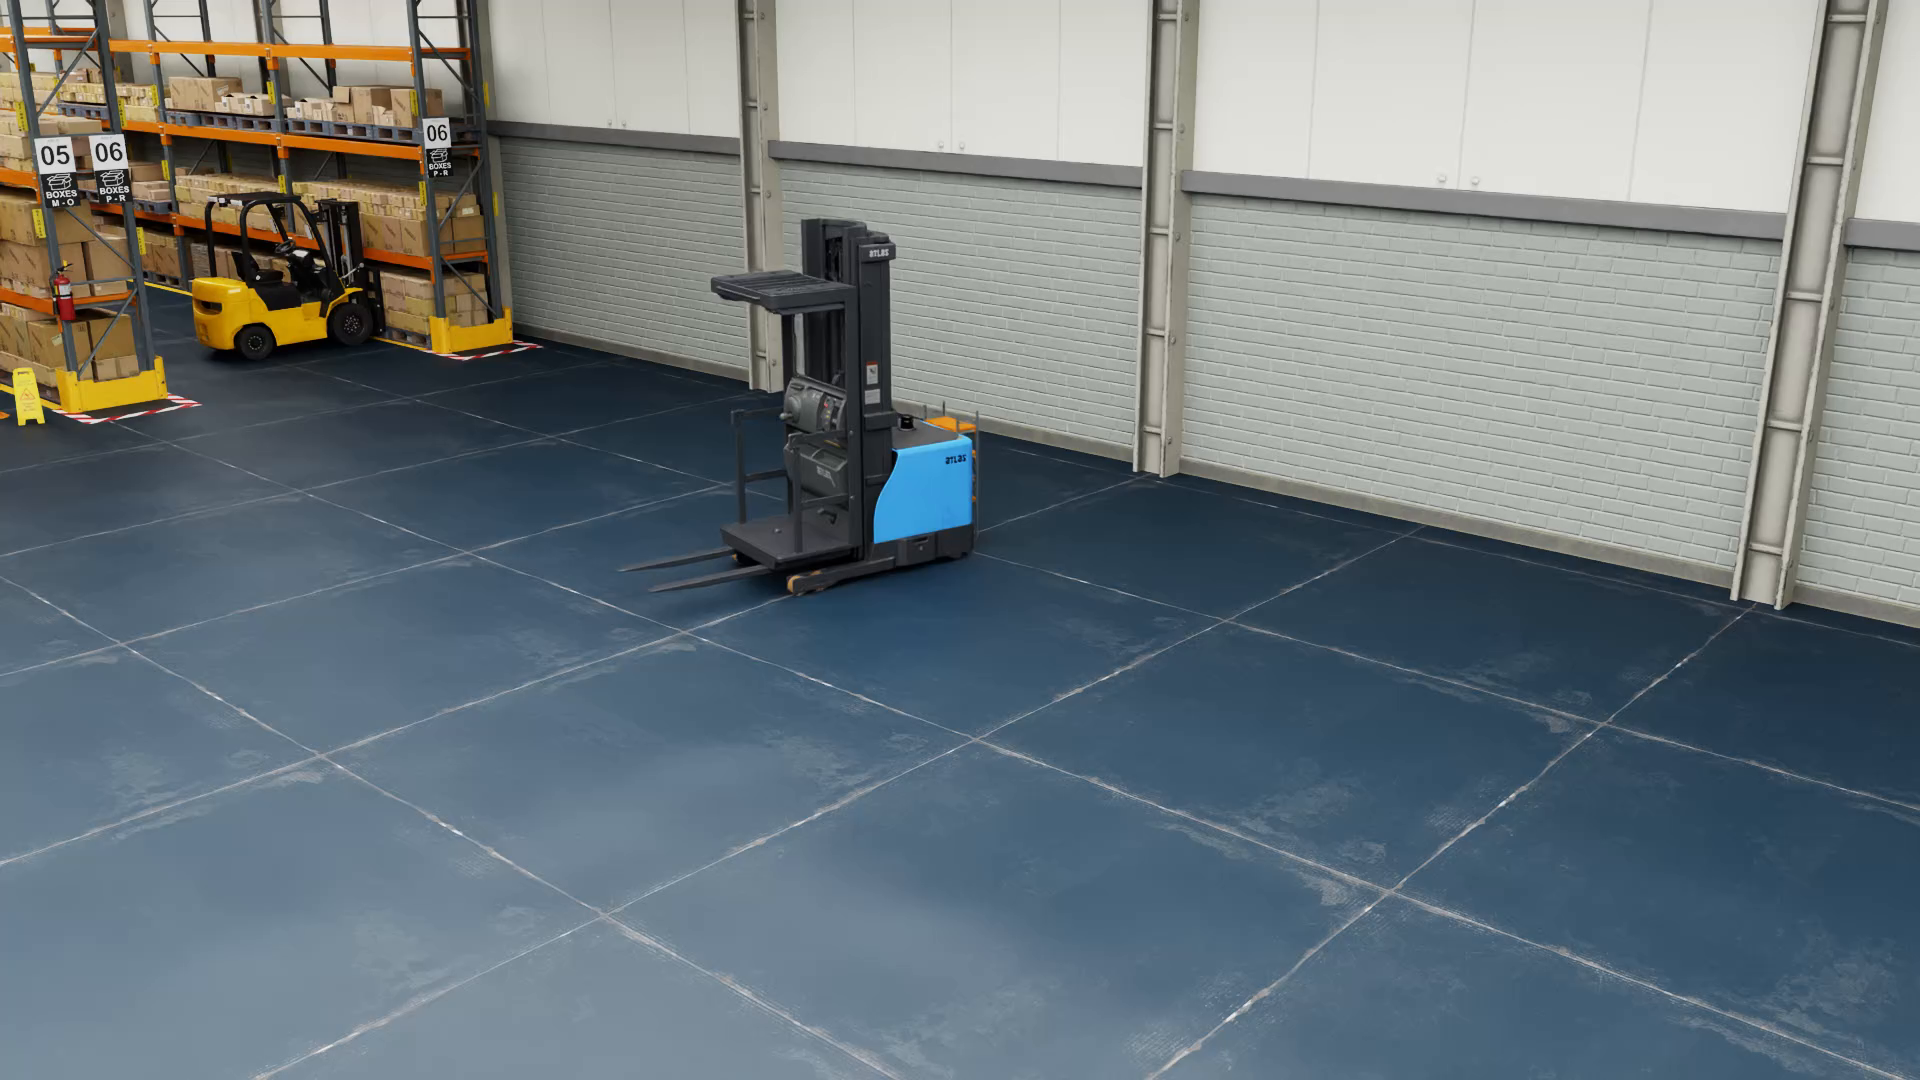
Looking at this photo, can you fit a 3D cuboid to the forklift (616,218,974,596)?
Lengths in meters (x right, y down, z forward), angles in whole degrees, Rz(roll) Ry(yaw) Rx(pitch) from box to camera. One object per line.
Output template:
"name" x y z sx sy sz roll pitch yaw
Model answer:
"forklift" -1.382 -1.121 13.800 3.031 2.935 1.130 -12 21 -33

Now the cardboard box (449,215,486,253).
"cardboard box" -7.187 -4.422 23.921 0.500 0.500 0.500 16 24 41

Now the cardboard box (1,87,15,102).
"cardboard box" -18.049 -8.571 31.956 0.500 0.250 0.500 14 22 38

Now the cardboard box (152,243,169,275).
"cardboard box" -13.810 -4.966 29.239 0.500 0.500 0.500 15 23 38

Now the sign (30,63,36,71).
"sign" -18.584 -9.398 33.343 0.005 0.325 0.100 15 23 39

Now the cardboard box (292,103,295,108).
"cardboard box" -10.497 -6.788 26.138 0.250 0.149 0.380 15 23 39

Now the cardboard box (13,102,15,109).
"cardboard box" -17.801 -8.288 31.725 0.250 0.149 0.380 15 23 39

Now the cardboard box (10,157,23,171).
"cardboard box" -10.953 -4.449 19.628 0.250 0.149 0.380 15 23 40

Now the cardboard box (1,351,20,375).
"cardboard box" -11.853 -2.289 21.216 0.500 0.250 0.500 14 22 37

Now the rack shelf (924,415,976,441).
"rack shelf" -0.082 -0.989 14.946 0.258 0.148 0.480 -13 22 -35

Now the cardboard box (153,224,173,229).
"cardboard box" -14.513 -5.680 30.417 0.250 0.149 0.380 15 23 40

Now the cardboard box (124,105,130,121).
"cardboard box" -14.280 -7.426 28.840 0.500 0.250 0.500 15 23 39

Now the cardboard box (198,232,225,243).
"cardboard box" -13.167 -5.311 29.255 0.250 0.149 0.380 17 24 42

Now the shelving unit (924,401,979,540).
"shelving unit" -0.082 -0.615 15.065 0.258 1.200 0.503 -13 22 -35

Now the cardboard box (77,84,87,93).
"cardboard box" -15.425 -8.018 29.523 0.250 0.149 0.380 15 23 38

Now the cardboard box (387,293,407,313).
"cardboard box" -7.940 -3.470 24.111 0.500 0.250 0.500 15 23 39

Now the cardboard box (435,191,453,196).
"cardboard box" -7.490 -4.936 23.978 0.250 0.149 0.380 16 23 40

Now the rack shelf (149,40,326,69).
"rack shelf" -11.488 -7.743 26.482 4.000 0.370 1.077 15 23 39

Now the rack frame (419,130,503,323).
"rack frame" -7.000 -4.212 23.425 0.127 3.000 1.000 15 23 39

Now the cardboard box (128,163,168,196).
"cardboard box" -14.328 -6.354 29.308 0.637 0.503 0.797 14 23 38

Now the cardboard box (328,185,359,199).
"cardboard box" -9.162 -5.180 24.747 0.250 0.149 0.380 15 23 38

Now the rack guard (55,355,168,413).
"rack guard" -10.349 -1.912 20.310 0.348 0.500 1.175 15 23 39

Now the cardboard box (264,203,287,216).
"cardboard box" -10.529 -5.223 26.031 0.500 0.250 0.500 14 23 38

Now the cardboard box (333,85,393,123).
"cardboard box" -8.605 -6.327 24.100 0.637 0.503 0.797 16 24 41

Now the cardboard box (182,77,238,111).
"cardboard box" -12.160 -7.264 27.058 0.500 0.500 0.700 14 23 38

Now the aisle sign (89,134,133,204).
"aisle sign" -10.040 -4.385 19.672 0.004 0.787 0.394 15 23 39

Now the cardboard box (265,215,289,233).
"cardboard box" -10.543 -4.986 26.110 0.500 0.250 0.500 16 23 40

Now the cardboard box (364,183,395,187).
"cardboard box" -8.776 -5.315 25.172 0.250 0.149 0.380 15 23 38

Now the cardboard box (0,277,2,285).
"cardboard box" -12.104 -3.333 21.069 0.250 0.149 0.380 15 23 39

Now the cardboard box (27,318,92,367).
"cardboard box" -11.065 -2.437 20.444 0.500 0.500 0.500 15 23 40

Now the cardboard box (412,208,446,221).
"cardboard box" -7.446 -4.575 23.331 0.250 0.149 0.380 15 23 40

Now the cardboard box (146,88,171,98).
"cardboard box" -13.437 -7.510 27.956 0.250 0.149 0.380 16 24 41

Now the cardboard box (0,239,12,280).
"cardboard box" -11.625 -3.527 20.610 0.500 0.500 0.500 15 23 39

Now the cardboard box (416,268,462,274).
"cardboard box" -7.610 -3.817 24.378 0.500 0.250 0.500 15 23 39

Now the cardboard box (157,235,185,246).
"cardboard box" -13.746 -5.226 28.985 0.250 0.149 0.380 14 22 36

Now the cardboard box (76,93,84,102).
"cardboard box" -15.459 -7.871 29.550 0.250 0.149 0.380 15 23 40

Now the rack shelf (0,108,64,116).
"rack shelf" -17.472 -8.110 31.937 4.000 0.370 1.077 15 23 39

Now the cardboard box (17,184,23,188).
"cardboard box" -18.315 -7.027 32.709 0.250 0.149 0.380 16 24 41

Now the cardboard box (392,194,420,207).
"cardboard box" -7.827 -4.824 23.623 0.250 0.149 0.380 16 23 40

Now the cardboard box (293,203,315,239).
"cardboard box" -9.834 -4.915 25.473 0.500 0.500 0.500 14 22 38

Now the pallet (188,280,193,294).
"pallet" -12.394 -4.315 28.359 1.213 0.211 1.003 15 23 39

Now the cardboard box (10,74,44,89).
"cardboard box" -17.662 -8.713 31.577 0.500 0.250 0.500 16 24 41

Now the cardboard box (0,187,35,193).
"cardboard box" -11.924 -4.121 20.829 0.500 0.500 0.700 15 23 39

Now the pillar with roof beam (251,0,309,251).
"pillar with roof beam" -14.268 -7.646 24.327 0.400 9.000 9.100 15 23 39

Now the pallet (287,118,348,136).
"pallet" -9.337 -6.237 24.994 1.213 0.211 1.003 15 23 39

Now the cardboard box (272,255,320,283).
"cardboard box" -10.390 -4.186 26.573 0.625 0.625 0.875 16 24 42

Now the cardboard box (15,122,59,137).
"cardboard box" -10.741 -4.779 19.351 0.250 0.149 0.380 15 23 40

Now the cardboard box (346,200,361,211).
"cardboard box" -8.785 -4.933 24.460 0.250 0.149 0.380 14 23 38

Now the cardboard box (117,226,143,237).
"cardboard box" -15.050 -5.609 30.194 0.250 0.149 0.380 15 23 39

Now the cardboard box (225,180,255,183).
"cardboard box" -11.710 -5.757 27.056 0.250 0.149 0.380 15 23 39

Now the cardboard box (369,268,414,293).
"cardboard box" -8.322 -3.800 24.326 0.500 0.250 0.500 15 23 40

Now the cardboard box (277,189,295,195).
"cardboard box" -10.395 -5.390 25.900 0.250 0.149 0.380 16 24 41

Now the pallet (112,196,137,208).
"pallet" -14.442 -6.116 29.742 1.213 0.211 1.003 15 23 39

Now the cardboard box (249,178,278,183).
"cardboard box" -11.445 -5.852 27.354 0.250 0.149 0.380 16 24 41

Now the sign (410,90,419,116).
"sign" -7.371 -5.906 22.471 0.005 0.325 0.100 15 23 39

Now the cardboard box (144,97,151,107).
"cardboard box" -13.590 -7.440 28.225 0.250 0.149 0.380 14 23 38

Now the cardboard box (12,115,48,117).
"cardboard box" -11.540 -5.208 20.703 0.250 0.149 0.380 16 23 40
